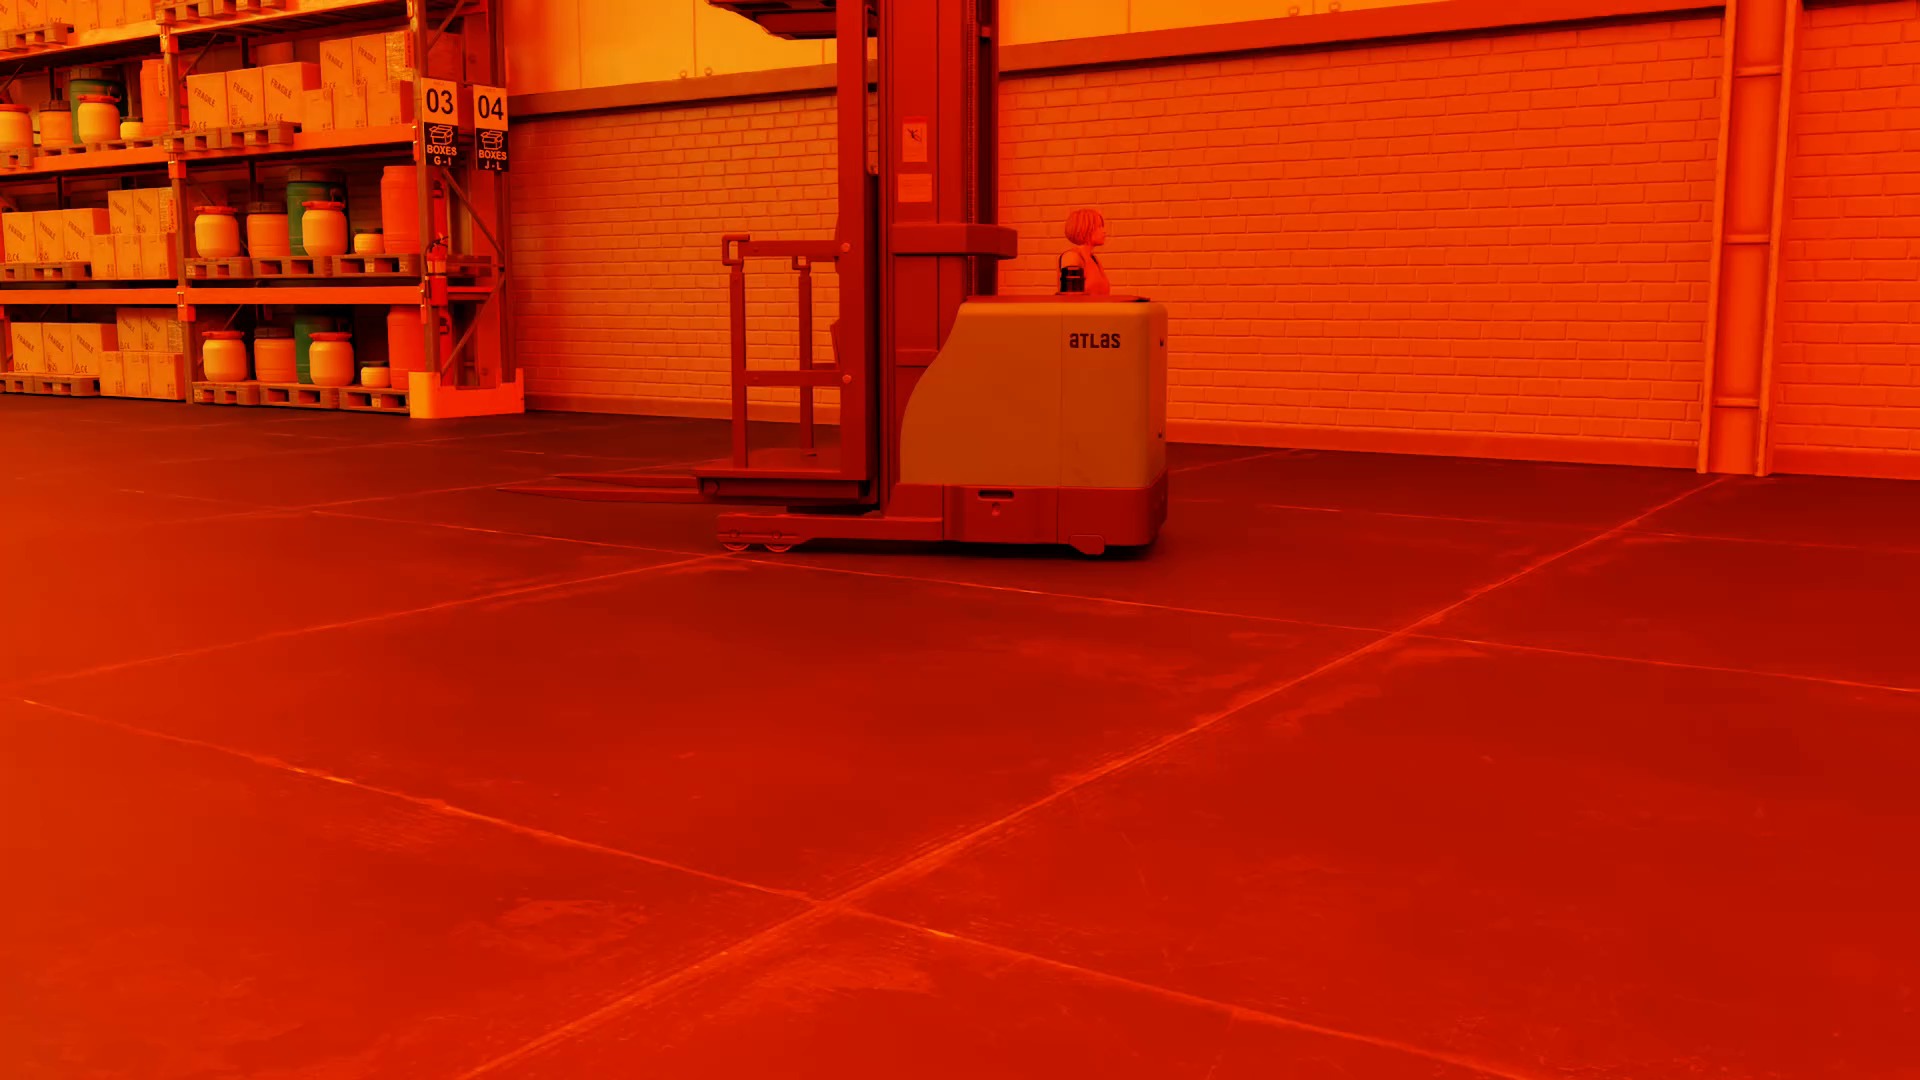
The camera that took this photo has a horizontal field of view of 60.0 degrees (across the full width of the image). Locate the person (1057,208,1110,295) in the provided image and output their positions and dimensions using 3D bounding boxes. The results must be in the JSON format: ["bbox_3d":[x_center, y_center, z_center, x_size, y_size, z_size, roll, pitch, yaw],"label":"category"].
[{"bbox_3d":[0.796,-1.073,9.424,0.475,1.597,0.520,4,9,24],"label":"person"}]

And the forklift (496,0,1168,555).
[{"bbox_3d":[-0.596,-1.469,7.520,3.031,2.935,1.130,2,8,12],"label":"forklift"}]
